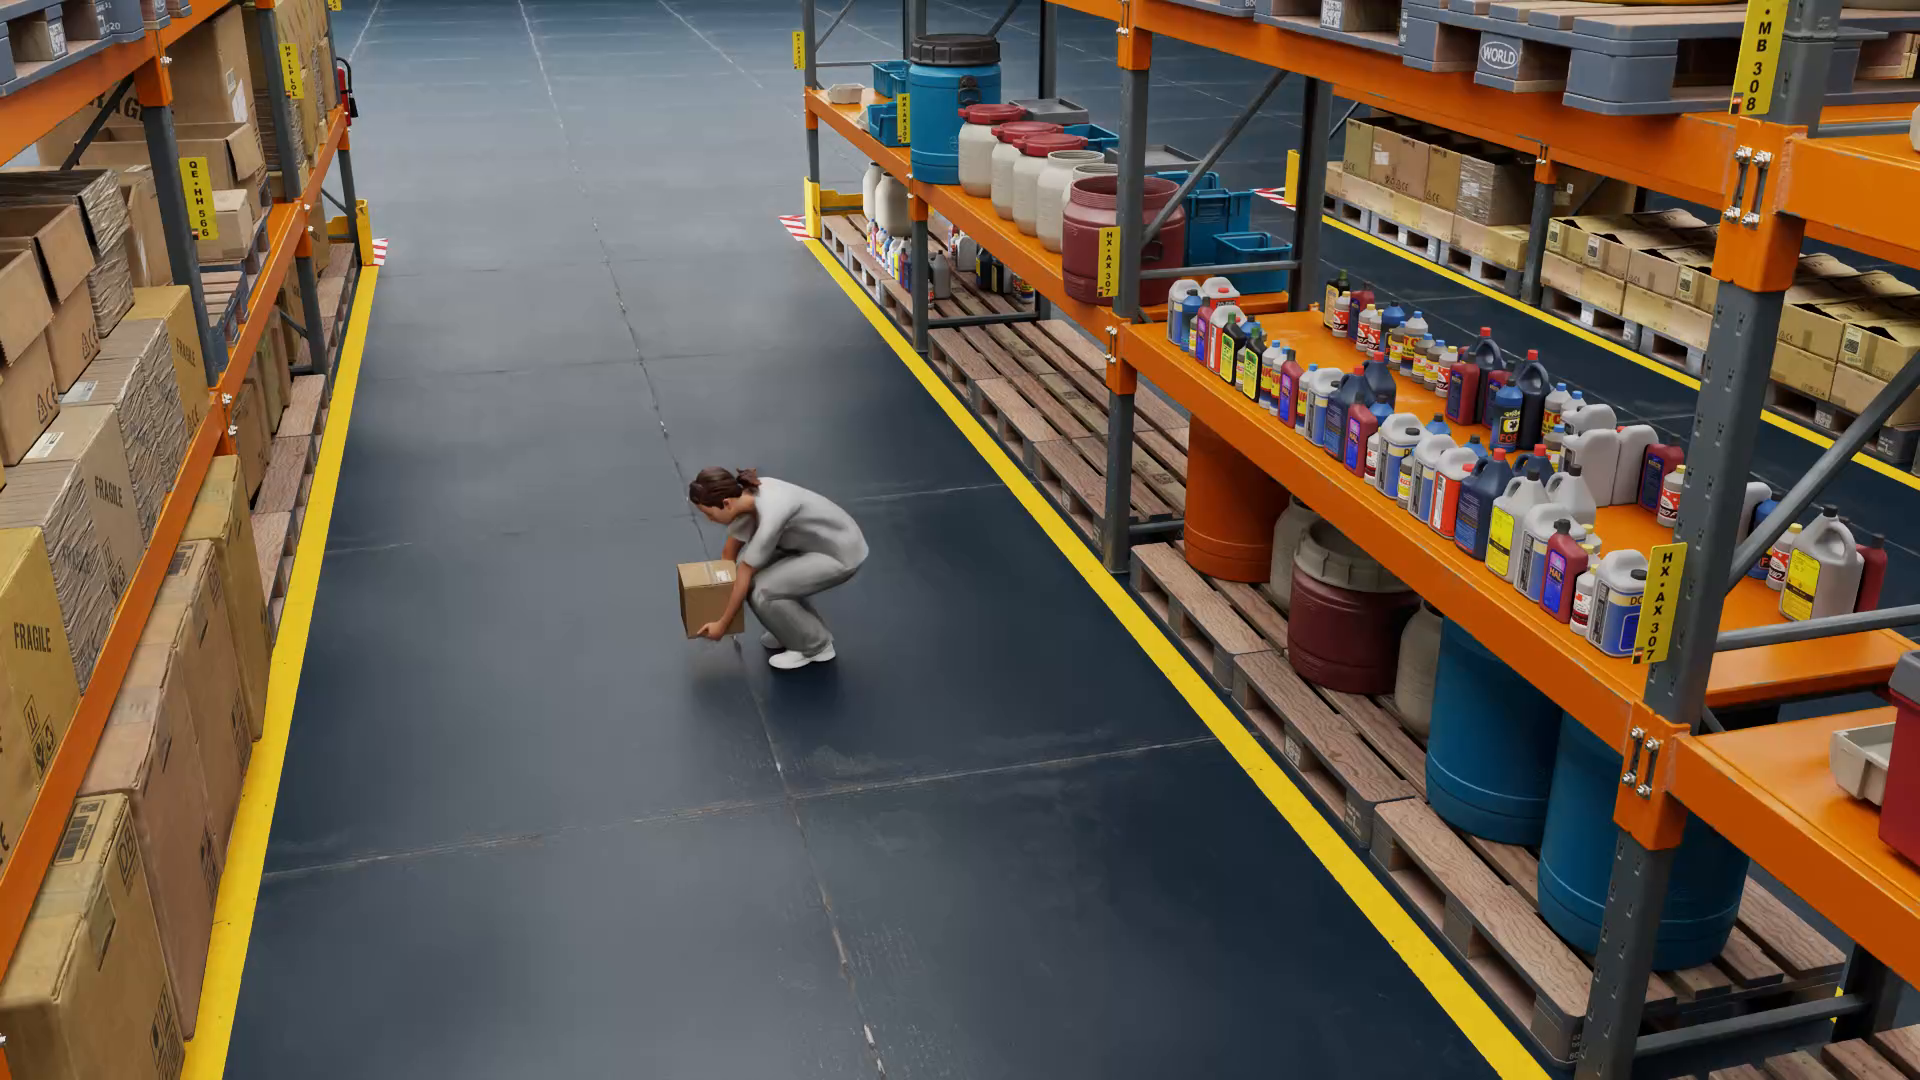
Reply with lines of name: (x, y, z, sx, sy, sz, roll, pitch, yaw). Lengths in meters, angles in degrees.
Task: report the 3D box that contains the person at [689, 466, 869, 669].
person: (-0.796, 0.087, 7.319, 0.794, 0.958, 0.455, -7, 24, -16)
